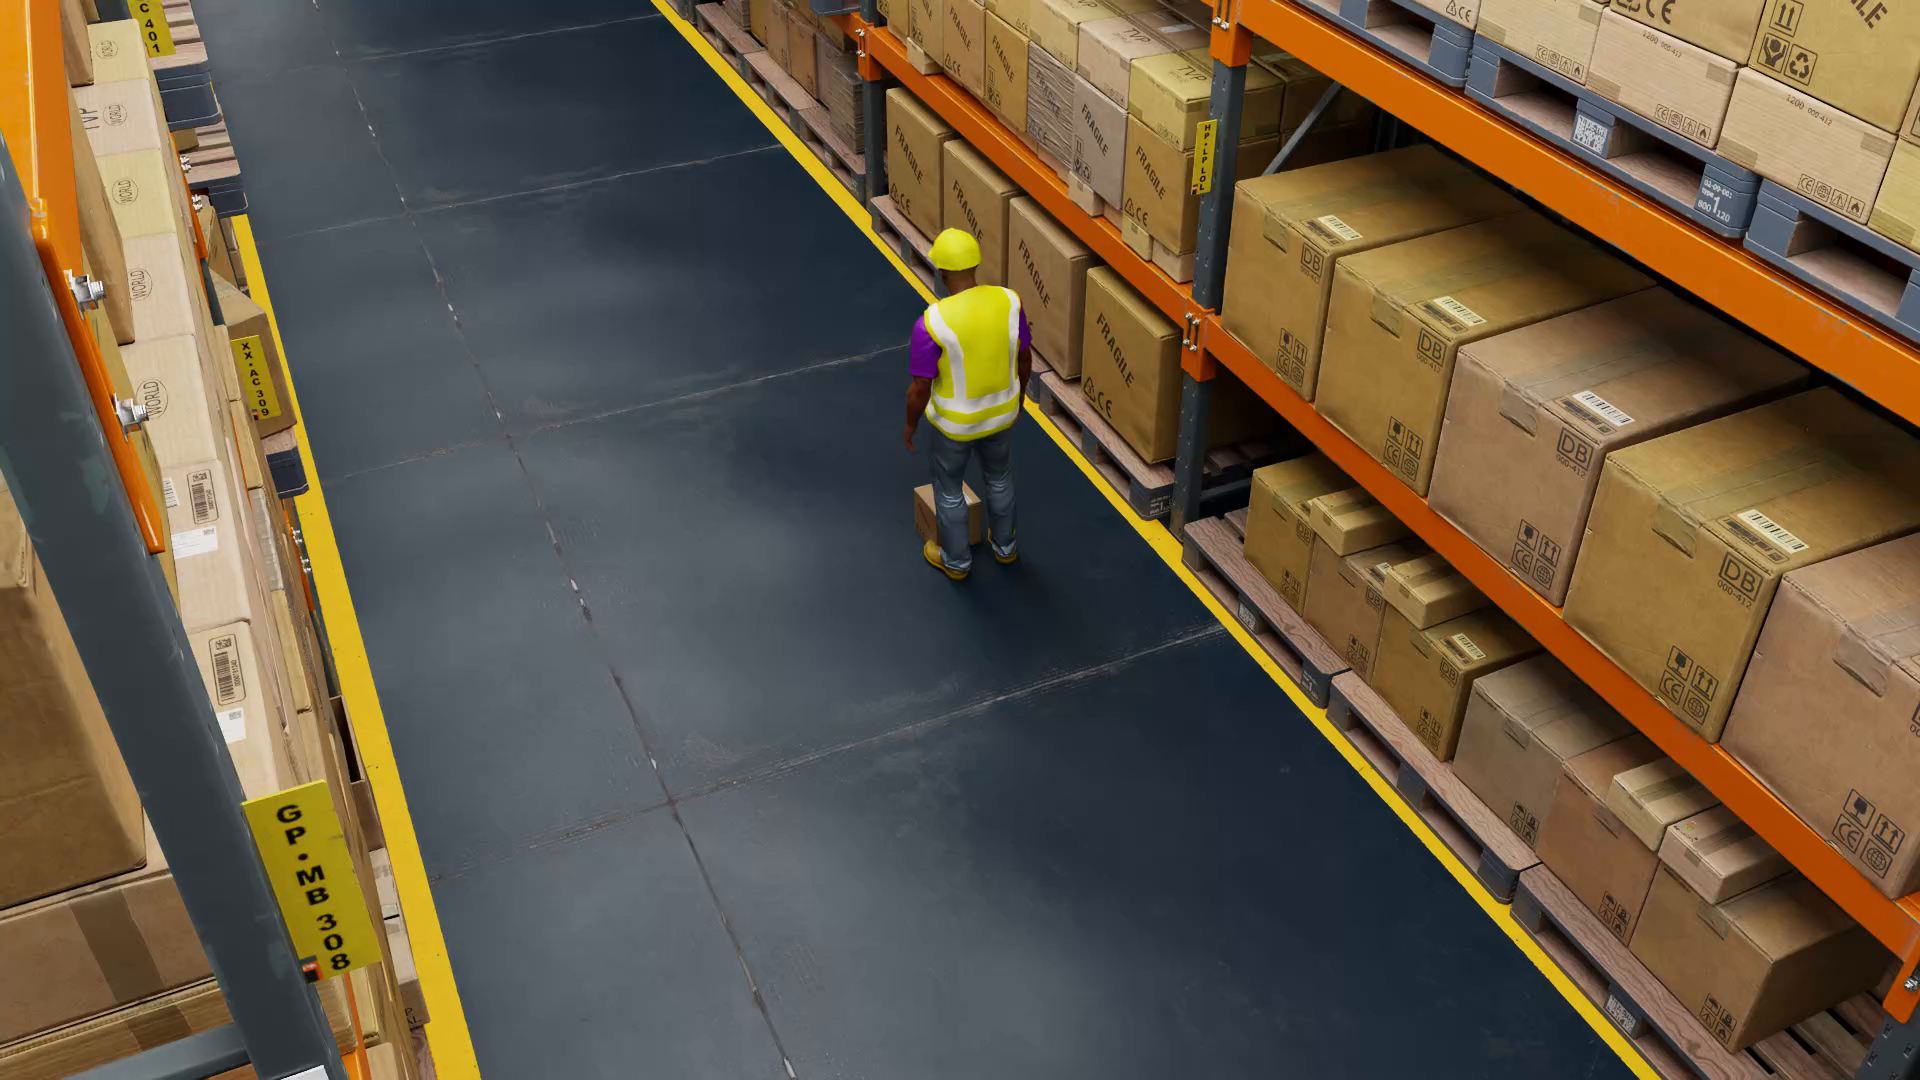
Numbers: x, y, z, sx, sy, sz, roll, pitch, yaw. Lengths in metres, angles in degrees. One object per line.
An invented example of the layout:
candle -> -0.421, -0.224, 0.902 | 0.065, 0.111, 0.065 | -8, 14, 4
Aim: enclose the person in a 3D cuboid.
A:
person -> 0.033, -0.601, 7.636 | 0.636, 1.761, 0.454 | -17, 40, -22
